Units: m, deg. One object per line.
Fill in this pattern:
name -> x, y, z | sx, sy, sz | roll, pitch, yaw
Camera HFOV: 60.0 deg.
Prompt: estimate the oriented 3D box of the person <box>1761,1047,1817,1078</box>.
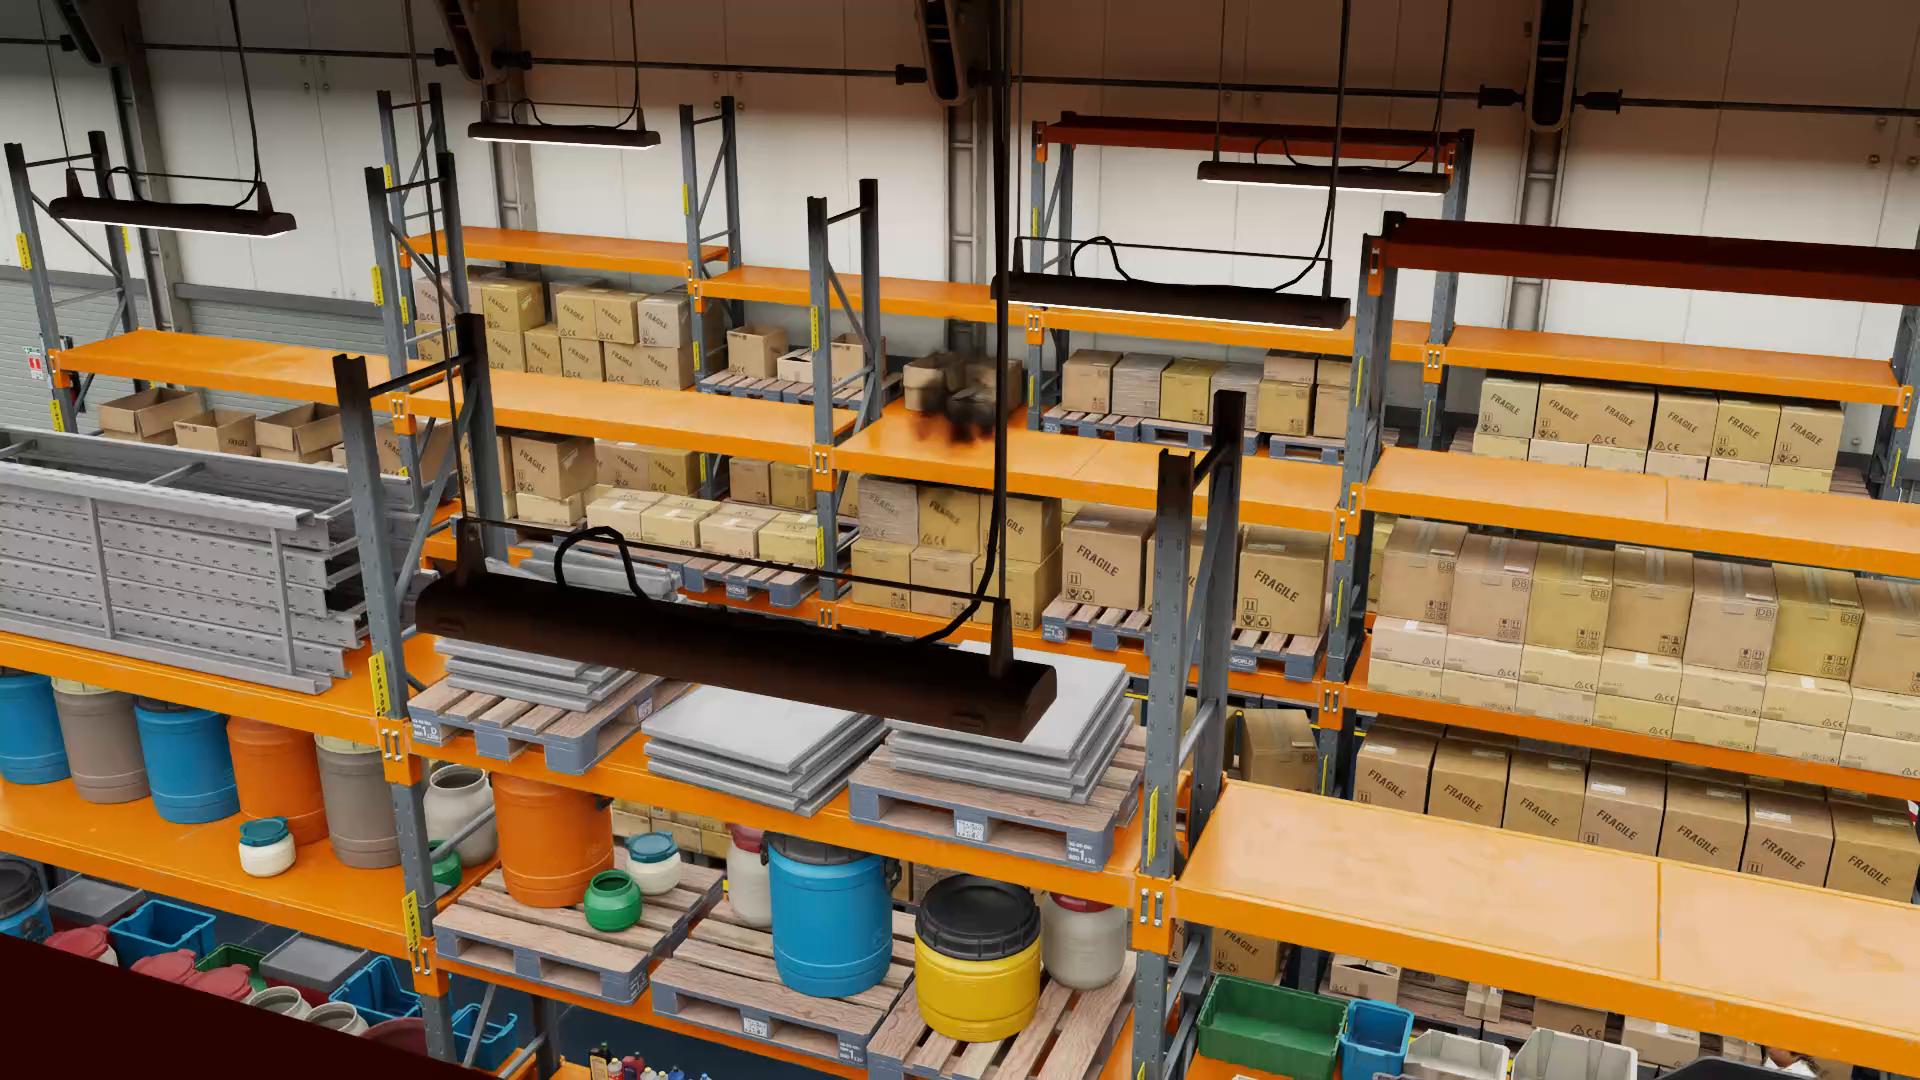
person -> 5.097, 3.731, 10.293 | 0.889, 1.640, 0.641 | 2, 21, 5
